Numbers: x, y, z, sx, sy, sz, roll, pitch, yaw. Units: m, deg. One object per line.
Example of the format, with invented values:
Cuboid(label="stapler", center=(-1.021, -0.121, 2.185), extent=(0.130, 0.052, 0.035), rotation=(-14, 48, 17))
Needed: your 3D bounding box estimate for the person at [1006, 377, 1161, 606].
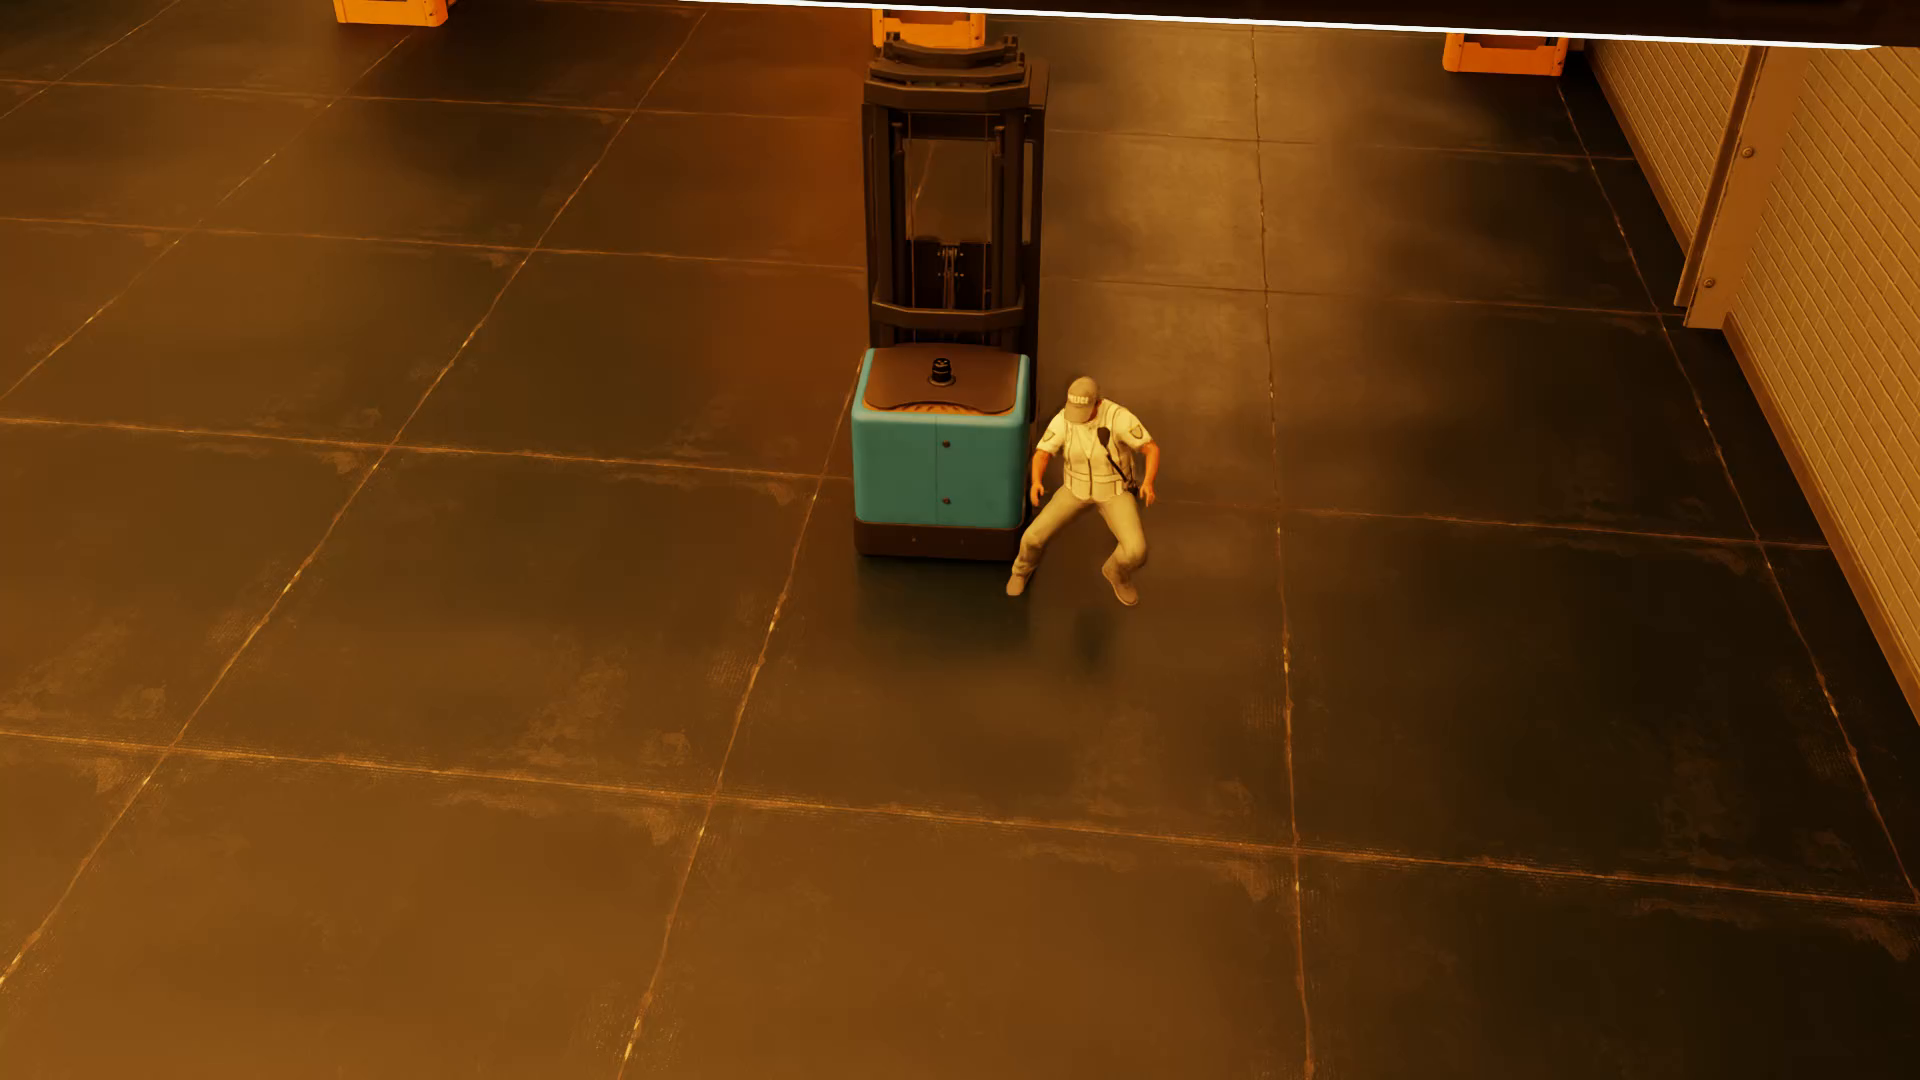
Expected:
Cuboid(label="person", center=(0.718, -0.223, 9.611), extent=(0.897, 1.487, 0.743), rotation=(13, 38, 17))

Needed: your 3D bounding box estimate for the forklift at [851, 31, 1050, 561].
Cuboid(label="forklift", center=(-0.020, -1.907, 10.617), extent=(1.130, 2.935, 3.031), rotation=(3, 36, 4))
